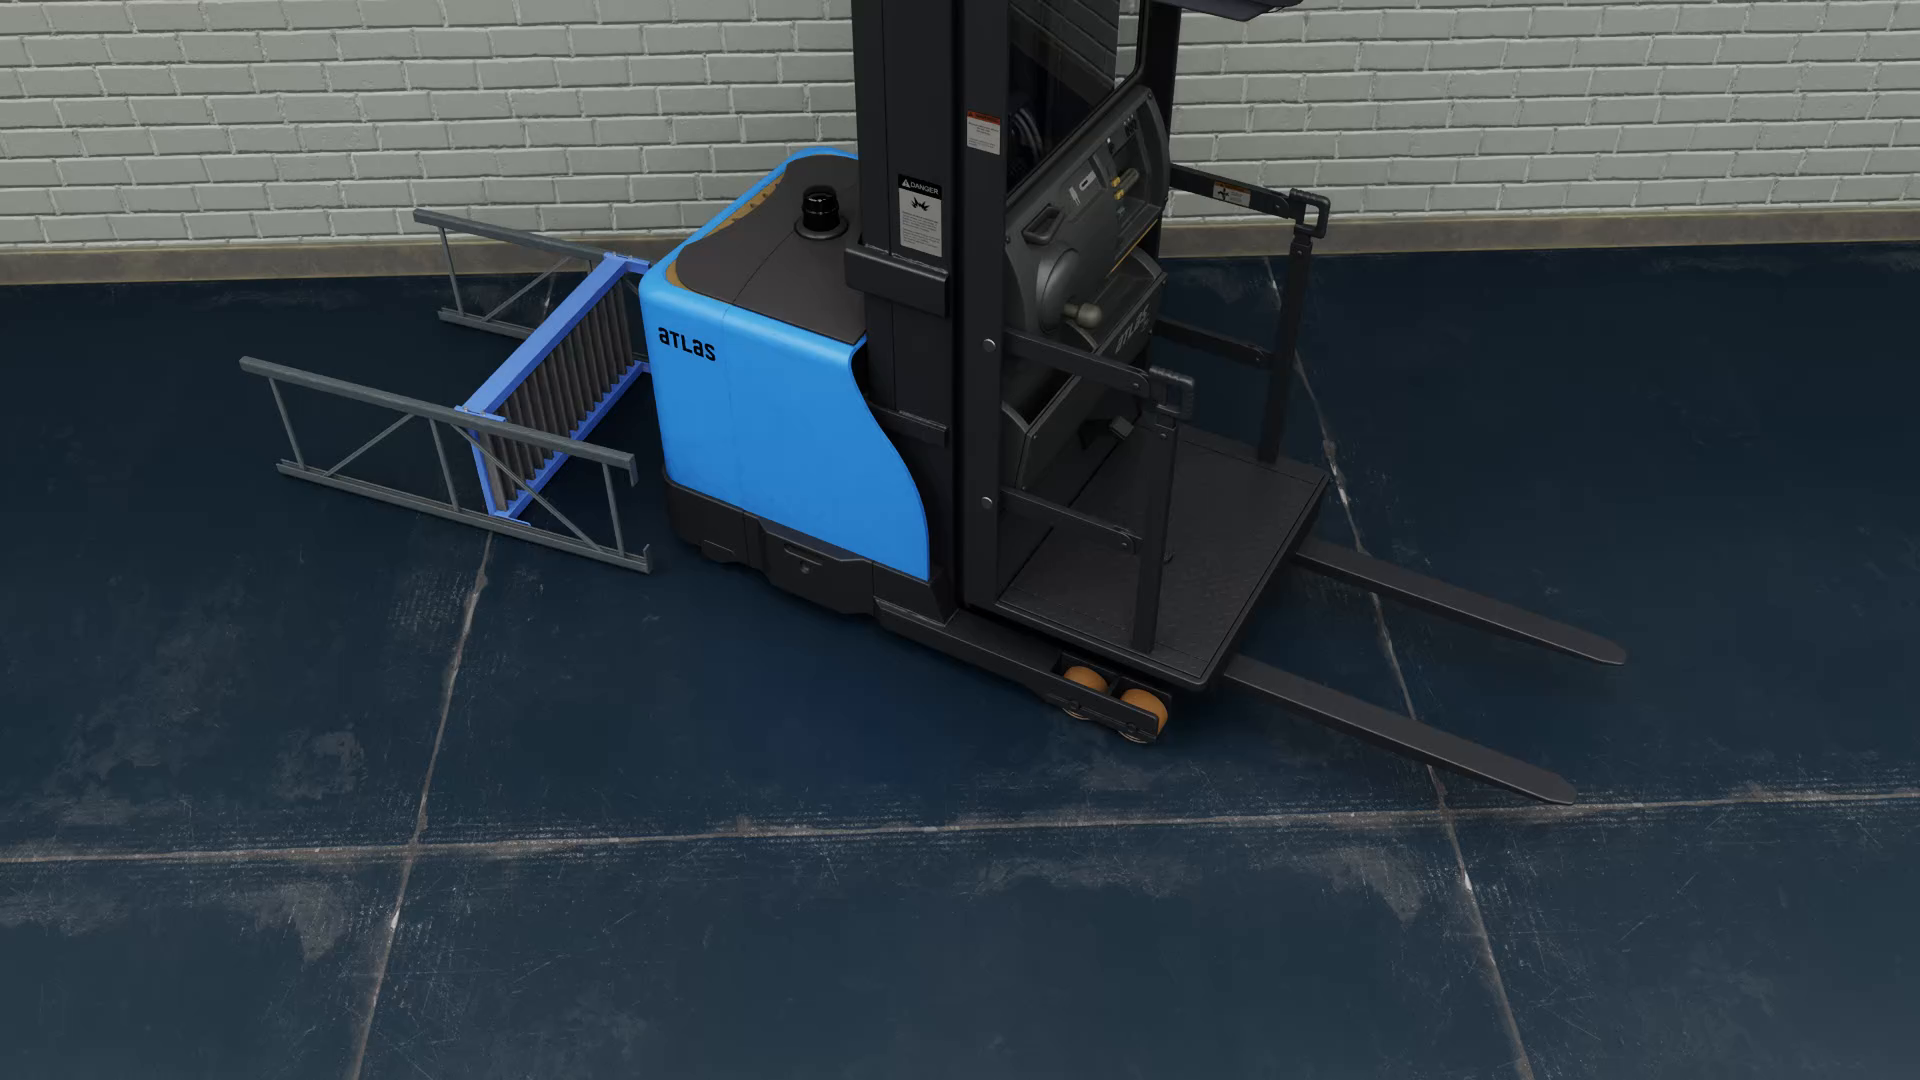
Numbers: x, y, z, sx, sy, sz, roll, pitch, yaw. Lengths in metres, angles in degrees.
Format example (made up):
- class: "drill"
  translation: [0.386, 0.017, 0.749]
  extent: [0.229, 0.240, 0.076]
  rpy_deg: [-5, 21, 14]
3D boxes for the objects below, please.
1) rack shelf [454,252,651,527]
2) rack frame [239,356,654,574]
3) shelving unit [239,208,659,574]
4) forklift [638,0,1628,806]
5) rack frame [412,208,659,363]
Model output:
- class: "rack shelf"
  translation: [-1.395, -0.535, 5.936]
  extent: [0.185, 0.538, 1.000]
  rpy_deg: [14, 44, 15]
- class: "rack frame"
  translation: [-1.742, -0.257, 5.632]
  extent: [1.500, 0.500, 0.032]
  rpy_deg: [14, 44, 15]
- class: "shelving unit"
  translation: [-1.563, -0.578, 5.982]
  extent: [1.500, 0.538, 1.048]
  rpy_deg: [14, 44, 15]
- class: "forklift"
  translation: [0.544, -0.875, 4.536]
  extent: [3.031, 2.935, 1.130]
  rpy_deg: [21, 46, 21]
- class: "rack frame"
  translation: [-1.384, -0.900, 6.333]
  extent: [1.500, 0.500, 0.032]
  rpy_deg: [14, 44, 15]
